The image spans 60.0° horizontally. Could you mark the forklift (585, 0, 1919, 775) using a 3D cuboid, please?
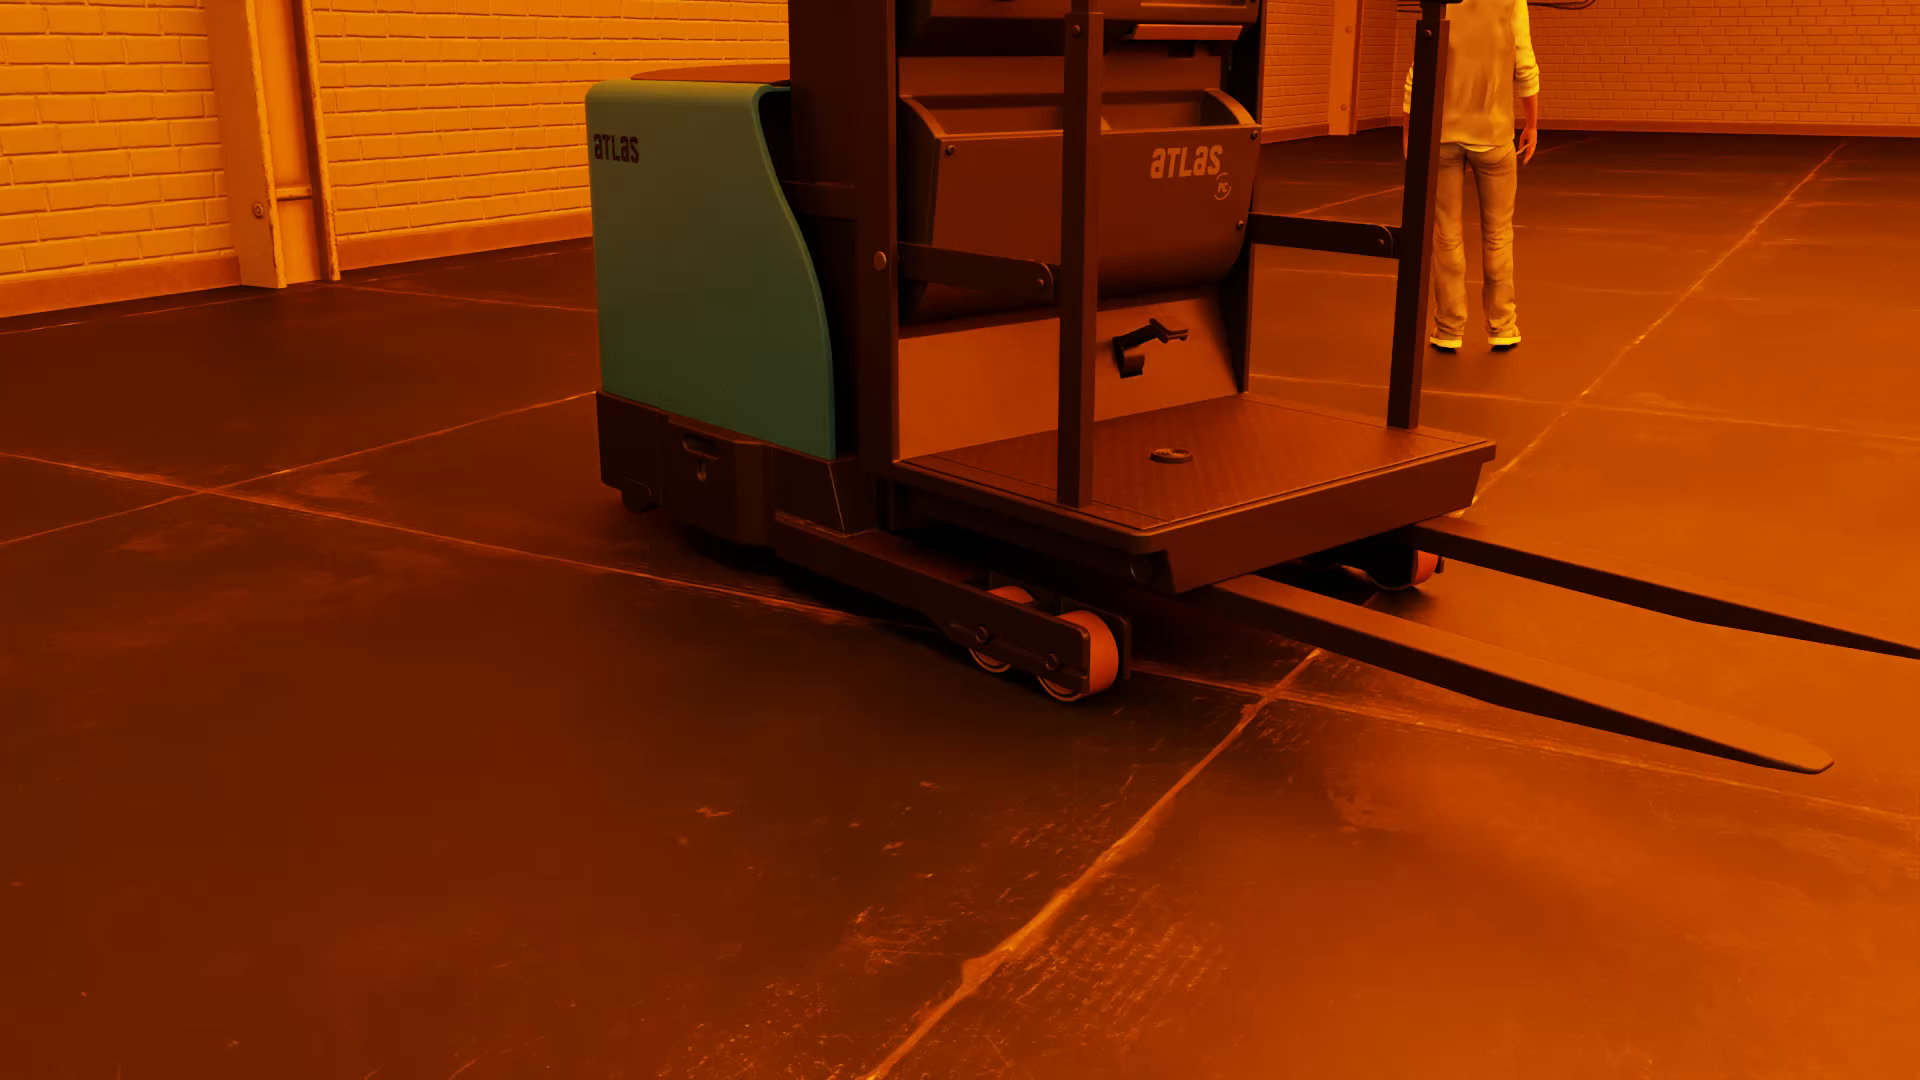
[{"bbox_3d":[0.408,-1.271,3.168,1.130,2.935,3.031,-14,21,-39],"label":"forklift"}]

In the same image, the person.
[{"bbox_3d":[1.968,-1.538,6.411,0.519,1.598,0.474,5,17,15],"label":"person"}]
